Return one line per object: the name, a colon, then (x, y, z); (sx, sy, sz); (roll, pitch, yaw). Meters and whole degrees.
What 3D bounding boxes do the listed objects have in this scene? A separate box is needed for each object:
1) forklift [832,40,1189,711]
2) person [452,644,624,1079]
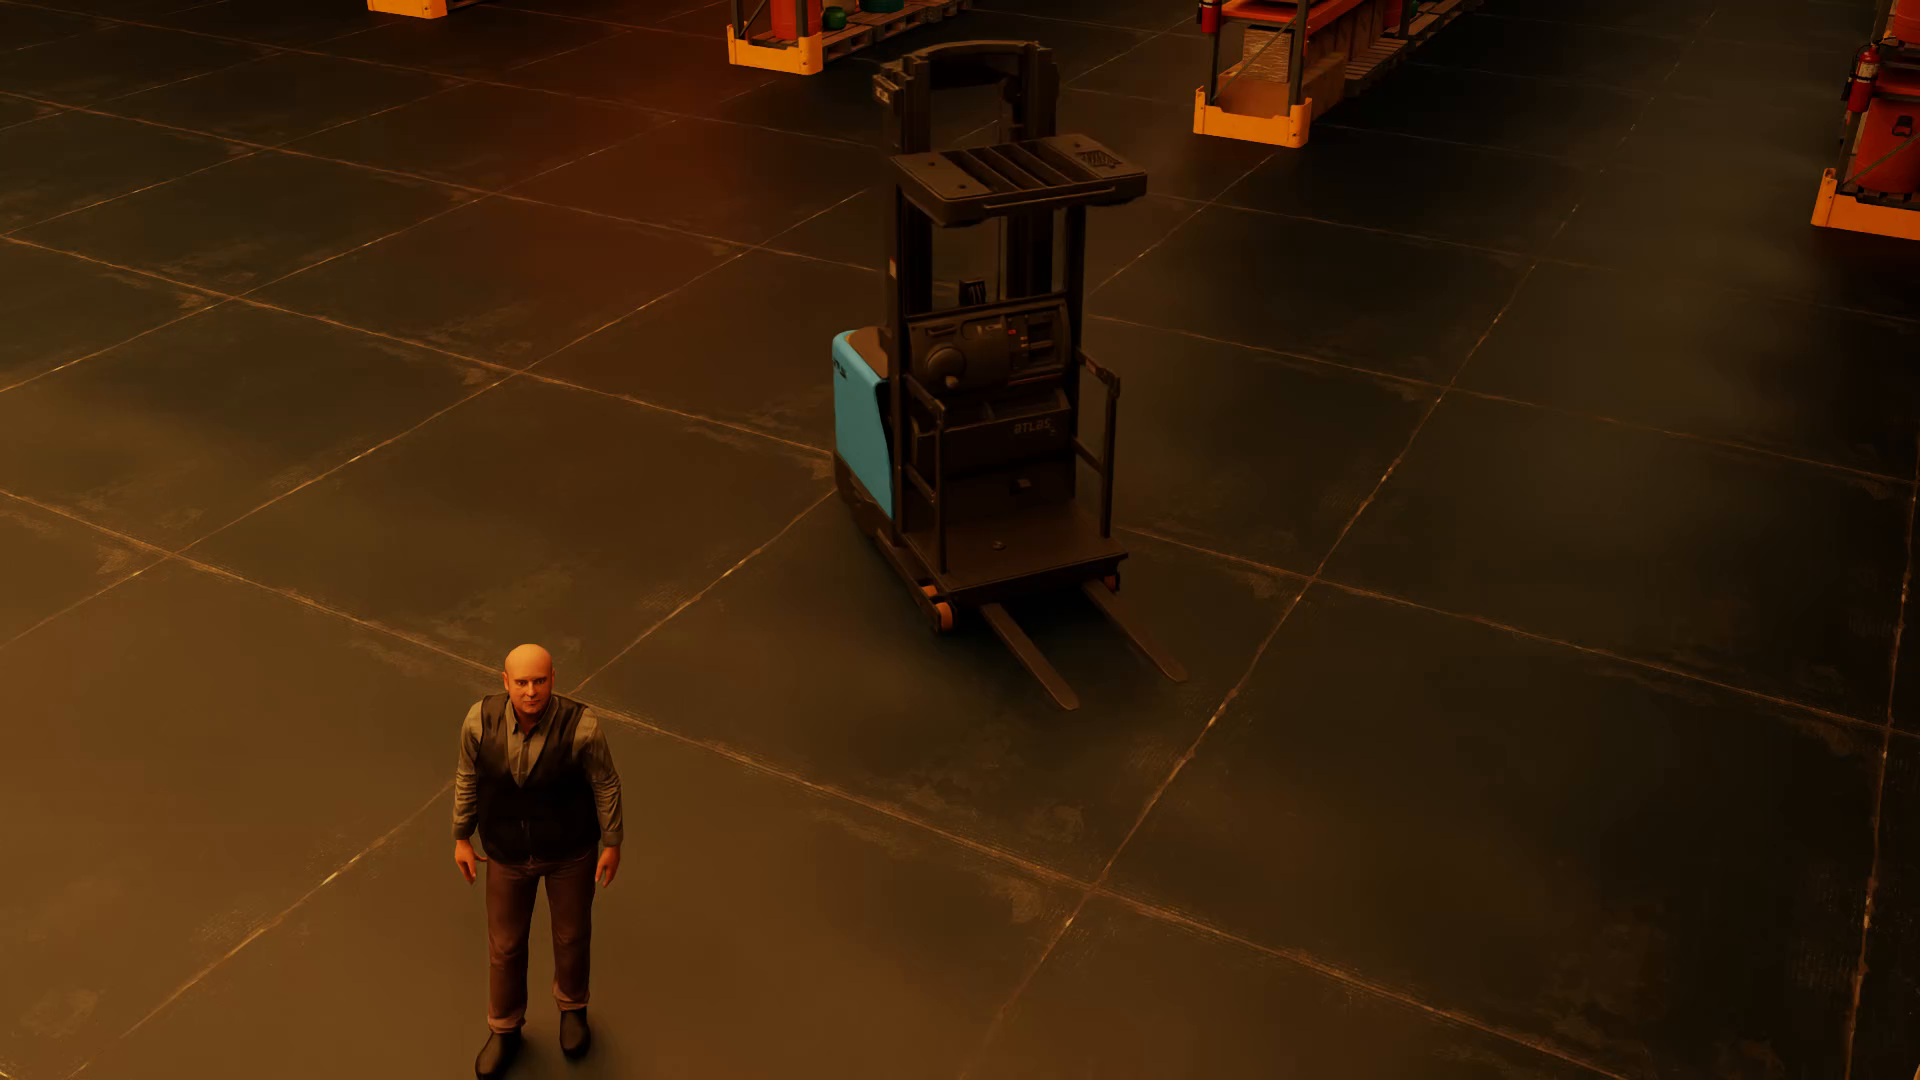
forklift: (0.251, -1.005, 8.813); (1.130, 2.935, 3.031); (-12, 32, -20)
person: (-1.573, 1.194, 6.197); (0.632, 1.719, 0.570); (-1, 30, -2)
